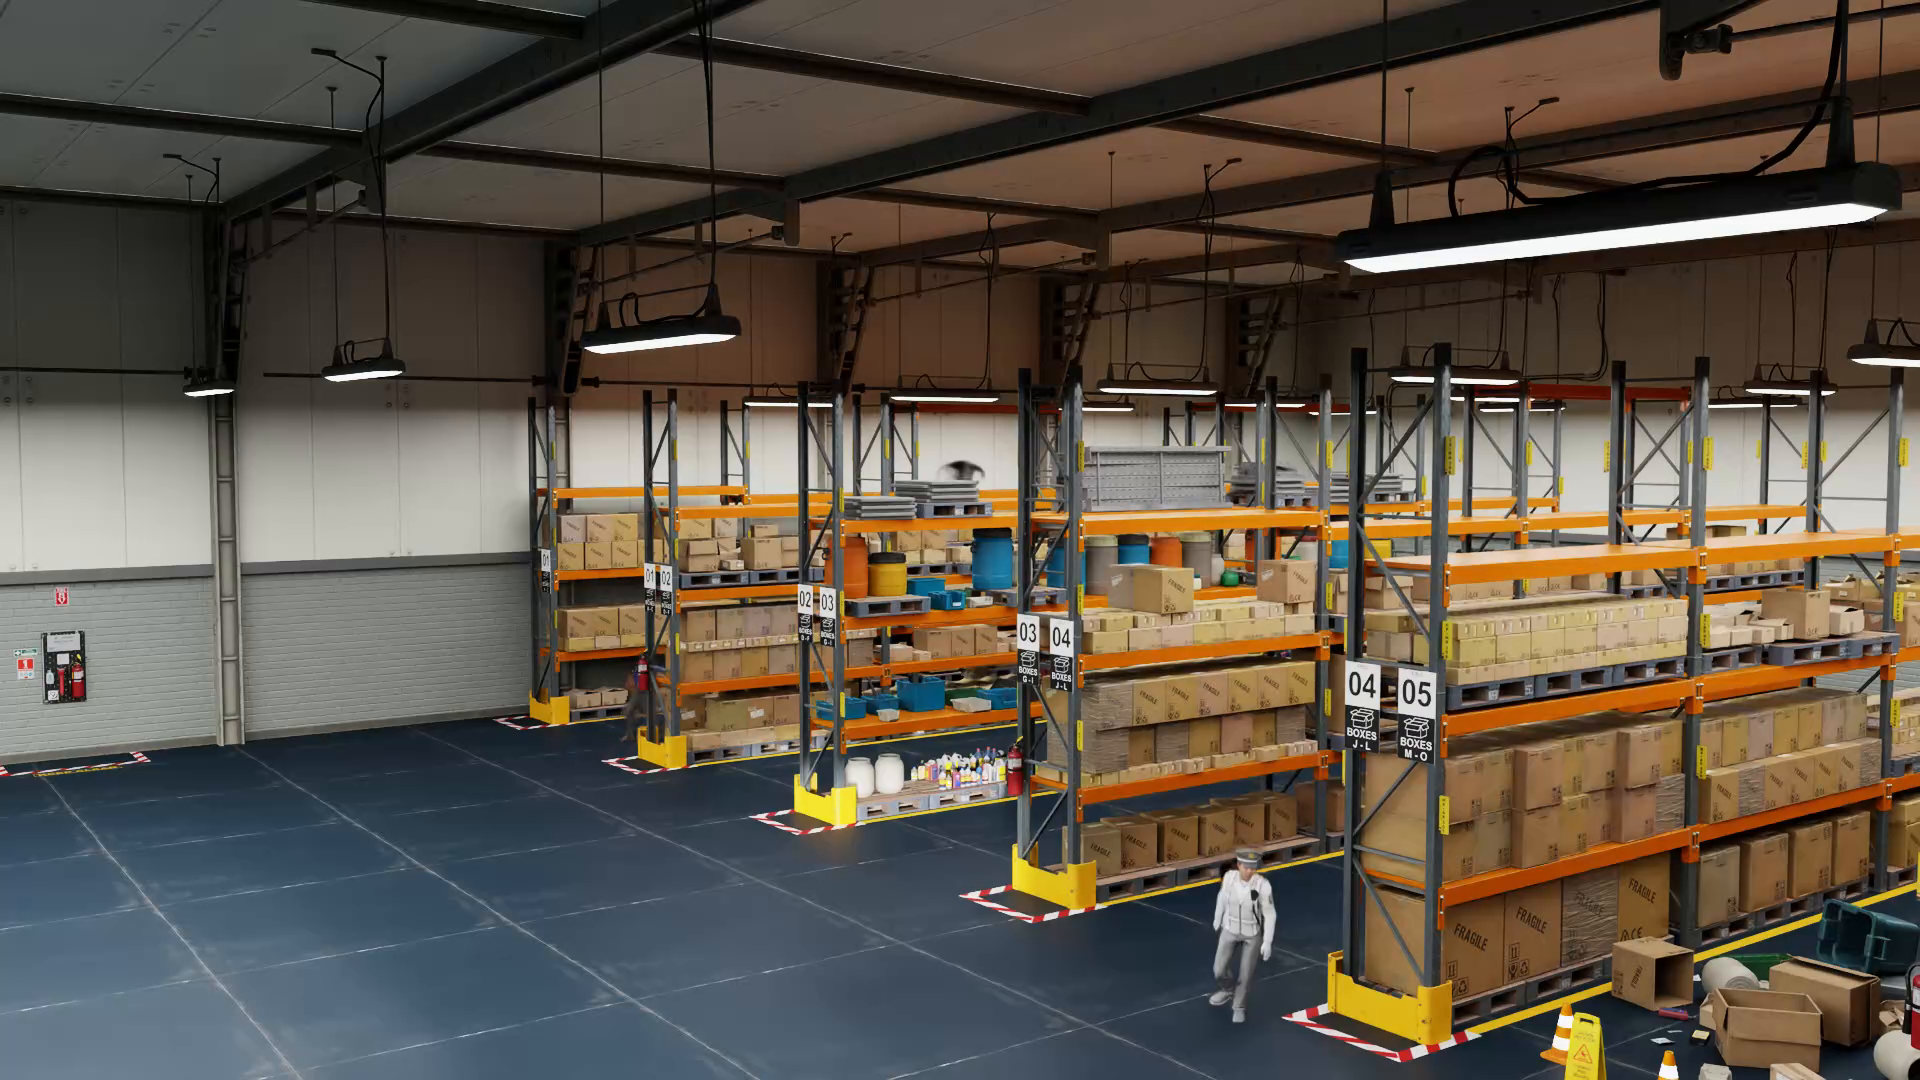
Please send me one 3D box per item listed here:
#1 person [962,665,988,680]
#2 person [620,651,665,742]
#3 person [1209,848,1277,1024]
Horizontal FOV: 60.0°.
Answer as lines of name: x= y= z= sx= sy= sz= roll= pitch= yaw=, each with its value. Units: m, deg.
person: x=0.370 y=2.482 z=32.517 sx=1.008 sy=1.557 sz=0.660 roll=-1 pitch=4 yaw=-23
person: x=-5.389 y=2.676 z=28.518 sx=0.707 sy=1.613 sz=0.761 roll=-2 pitch=4 yaw=-31
person: x=2.500 y=3.503 z=14.743 sx=0.637 sy=1.638 sz=0.569 roll=1 pitch=4 yaw=20
